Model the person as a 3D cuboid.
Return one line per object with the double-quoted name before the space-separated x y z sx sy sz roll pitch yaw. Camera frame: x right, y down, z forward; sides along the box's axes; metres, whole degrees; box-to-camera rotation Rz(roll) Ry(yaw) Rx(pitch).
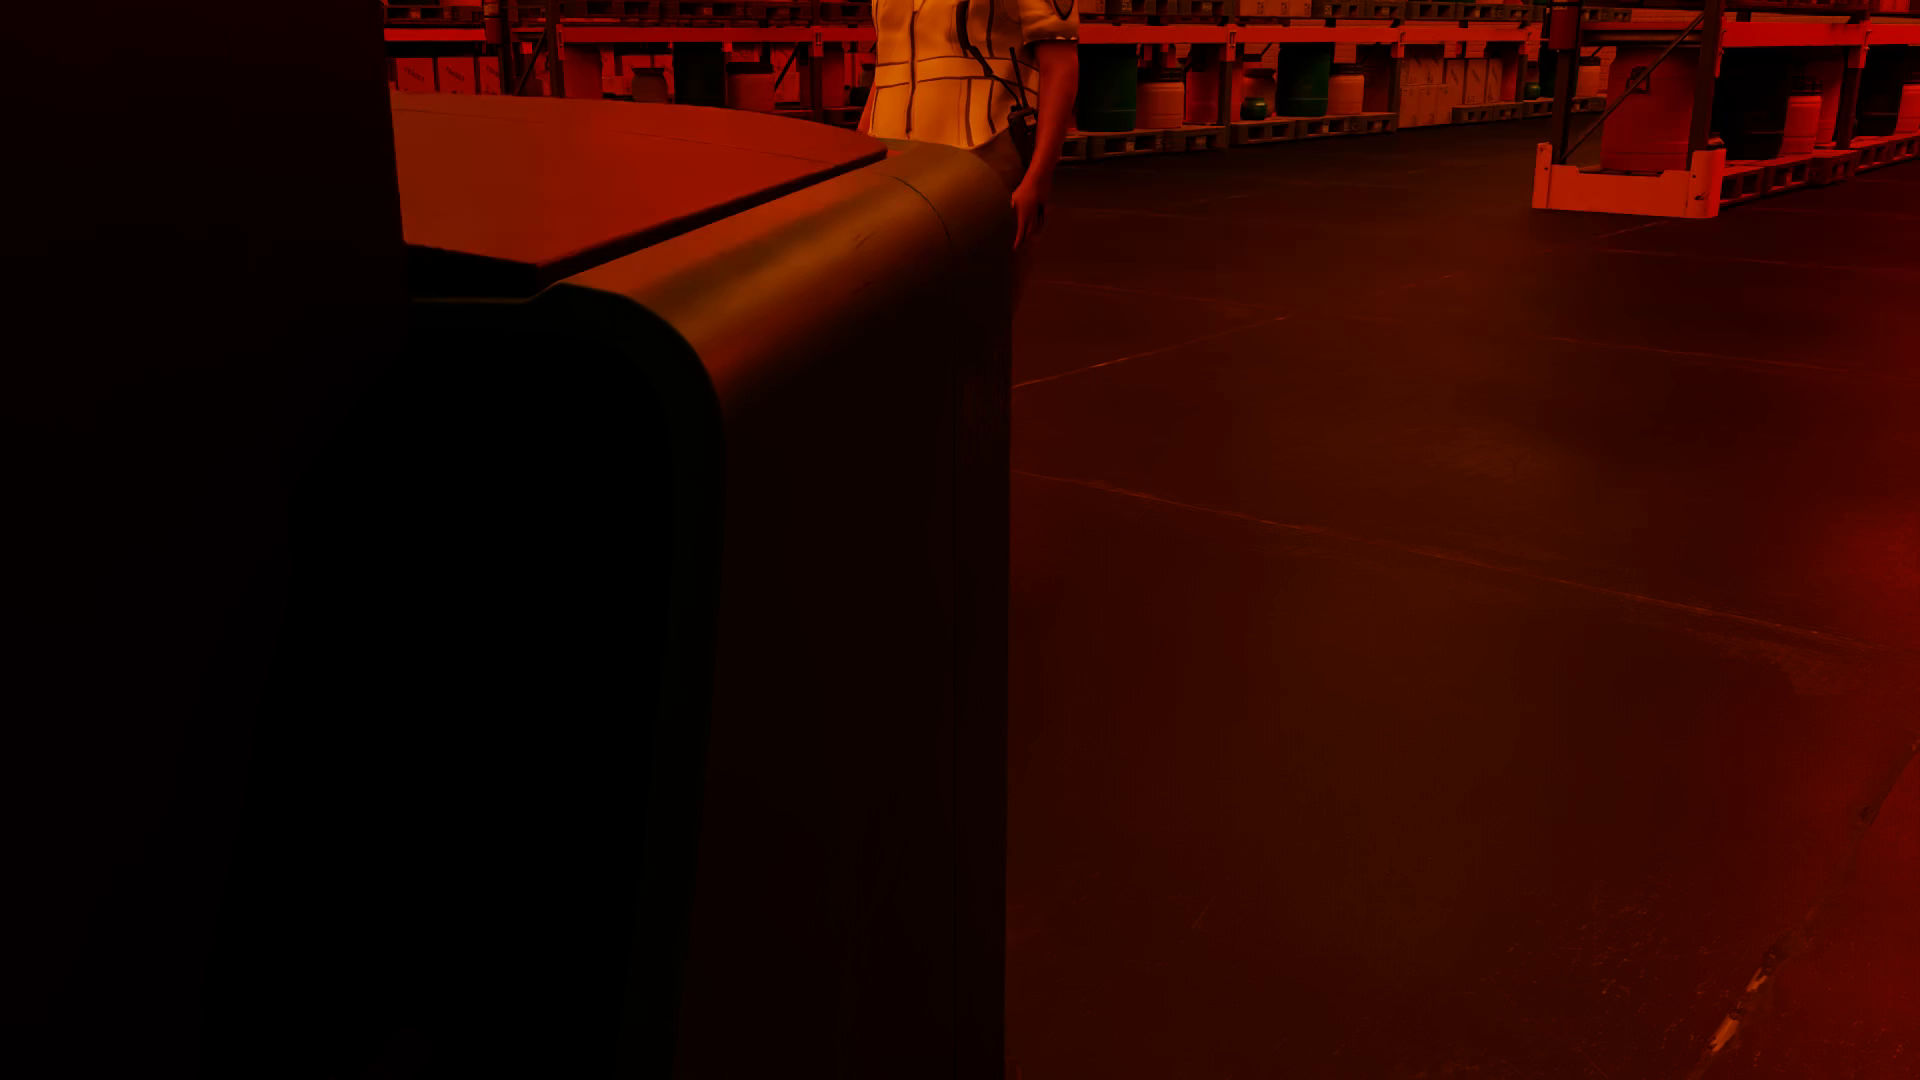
"person" -0.067 -0.791 3.655 0.598 1.670 0.529 13 21 37
